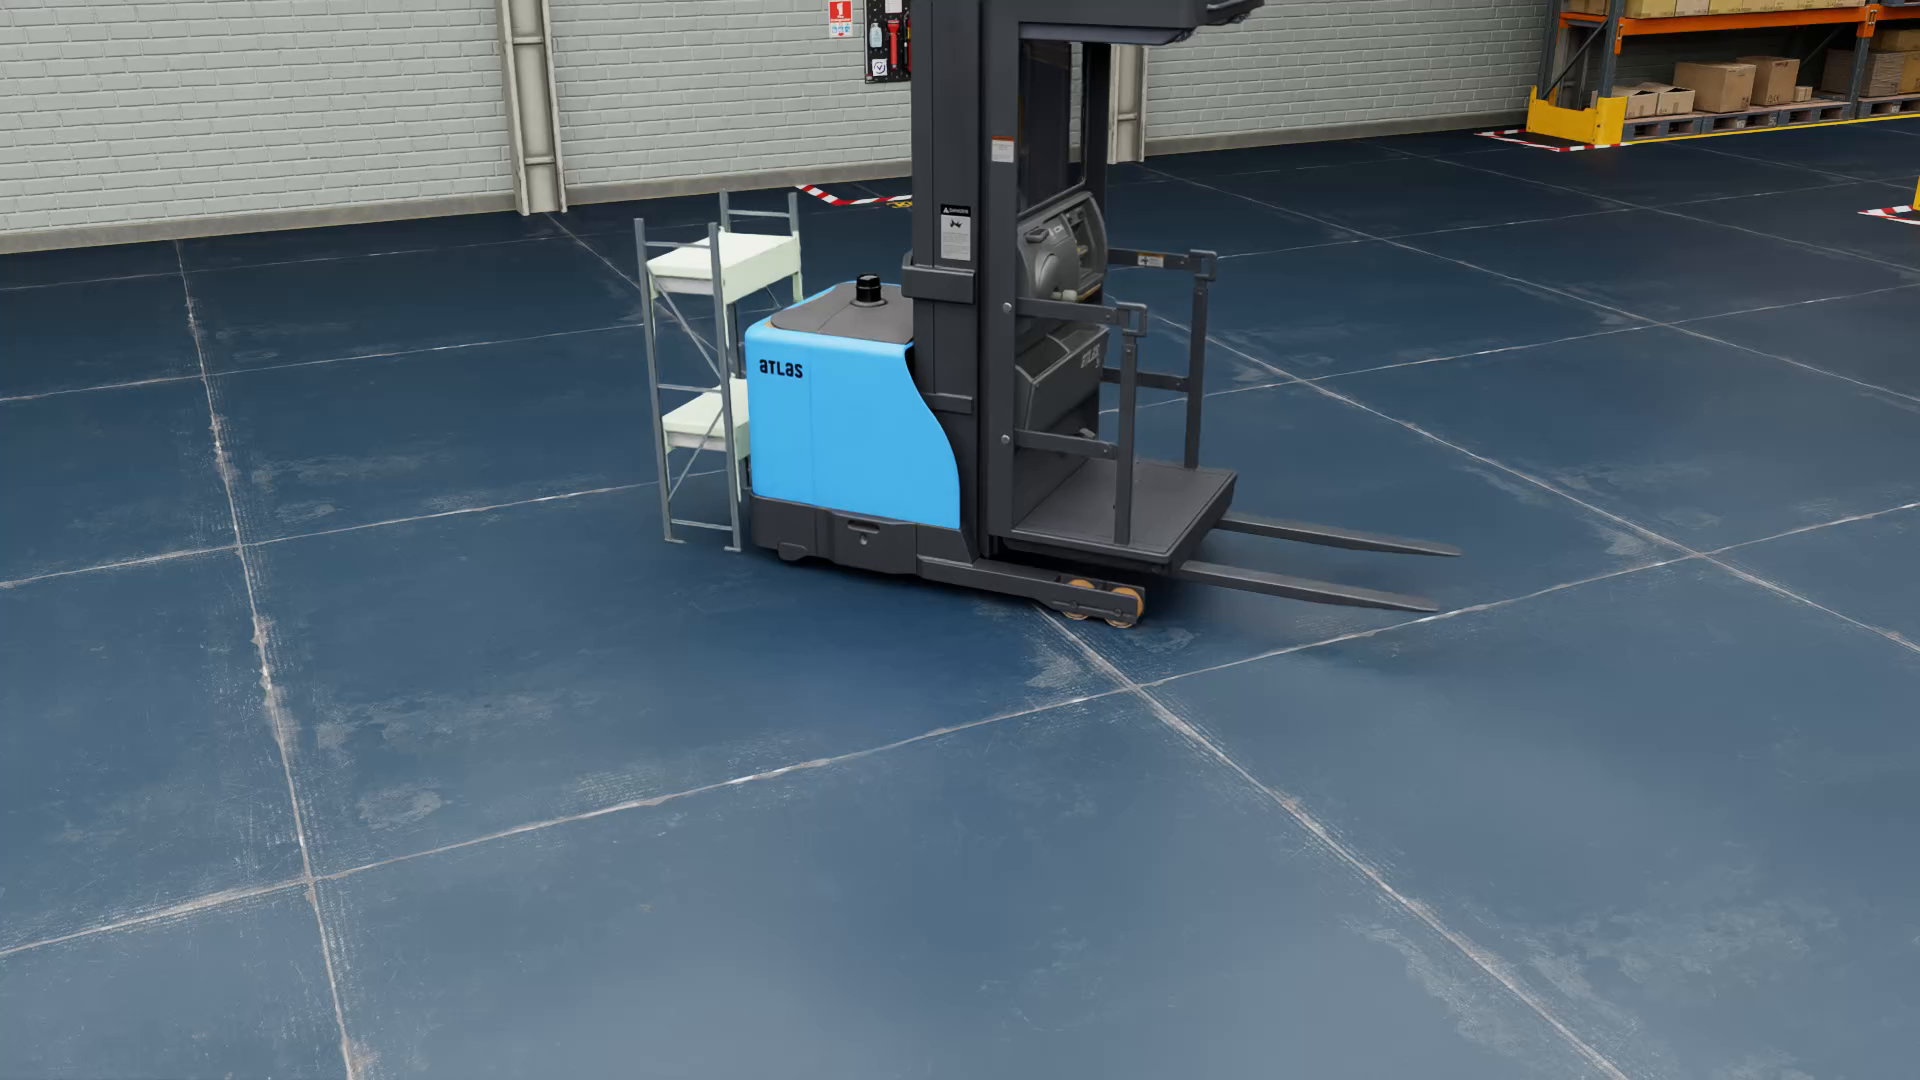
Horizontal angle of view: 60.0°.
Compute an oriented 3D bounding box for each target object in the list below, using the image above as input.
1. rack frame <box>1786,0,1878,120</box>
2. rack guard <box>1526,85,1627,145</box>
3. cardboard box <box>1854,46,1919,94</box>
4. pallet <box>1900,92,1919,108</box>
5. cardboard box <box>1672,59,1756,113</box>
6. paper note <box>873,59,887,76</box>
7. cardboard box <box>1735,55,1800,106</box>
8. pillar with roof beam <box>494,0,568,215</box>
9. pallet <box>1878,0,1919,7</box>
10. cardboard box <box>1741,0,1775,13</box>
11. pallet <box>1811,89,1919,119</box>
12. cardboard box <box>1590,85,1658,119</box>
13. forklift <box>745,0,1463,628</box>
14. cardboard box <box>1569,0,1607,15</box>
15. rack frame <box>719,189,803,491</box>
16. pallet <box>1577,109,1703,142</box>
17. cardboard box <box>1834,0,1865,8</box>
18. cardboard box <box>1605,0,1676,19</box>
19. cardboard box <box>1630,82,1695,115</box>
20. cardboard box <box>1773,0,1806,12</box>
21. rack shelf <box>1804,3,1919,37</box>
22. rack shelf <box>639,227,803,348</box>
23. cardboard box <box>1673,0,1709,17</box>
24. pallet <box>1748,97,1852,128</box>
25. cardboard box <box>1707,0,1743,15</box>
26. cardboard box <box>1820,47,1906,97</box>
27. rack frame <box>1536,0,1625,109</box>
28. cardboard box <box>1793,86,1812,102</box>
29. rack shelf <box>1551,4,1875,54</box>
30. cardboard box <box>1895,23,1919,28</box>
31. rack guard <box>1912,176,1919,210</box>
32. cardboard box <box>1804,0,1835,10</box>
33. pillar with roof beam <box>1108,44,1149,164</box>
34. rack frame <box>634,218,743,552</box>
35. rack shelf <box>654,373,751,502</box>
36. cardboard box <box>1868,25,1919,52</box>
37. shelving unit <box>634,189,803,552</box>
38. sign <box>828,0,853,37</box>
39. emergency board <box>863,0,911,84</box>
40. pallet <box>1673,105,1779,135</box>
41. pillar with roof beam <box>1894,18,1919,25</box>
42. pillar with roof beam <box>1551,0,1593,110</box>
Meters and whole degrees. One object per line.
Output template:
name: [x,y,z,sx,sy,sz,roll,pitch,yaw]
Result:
rack frame: [10.421,-6.572,19.704,0.127,3.000,1.000,-10,25,-24]
rack guard: [6.886,-4.766,18.610,0.348,0.500,1.175,-10,25,-24]
cardboard box: [11.521,-5.851,20.656,0.500,0.500,0.700,-11,25,-25]
pallet: [12.223,-5.617,21.043,1.213,0.211,1.003,-10,25,-24]
cardboard box: [8.676,-5.239,19.179,0.500,0.500,0.700,-12,25,-27]
paper note: [-0.766,-4.518,15.894,0.142,0.148,0.016,-10,25,-24]
cardboard box: [9.504,-5.434,19.649,0.500,0.500,0.500,-12,26,-28]
pillar with roof beam: [-1.873,-5.620,9.562,0.400,9.000,9.100,-10,25,-24]
pallet: [11.173,-6.560,19.926,1.213,0.211,1.003,-10,25,-24]
cardboard box: [8.774,-6.076,18.677,0.500,0.250,0.500,-10,25,-23]
pallet: [11.122,-5.413,20.551,1.213,0.211,1.003,-10,25,-24]
cardboard box: [7.480,-4.953,18.734,0.500,0.311,0.500,-14,26,-30]
forklift: [0.616,-1.221,6.867,3.031,2.935,1.130,10,24,22]
cardboard box: [7.154,-5.993,18.475,0.500,0.250,0.500,-10,25,-23]
rack frame: [-0.924,-0.928,8.016,0.400,1.500,0.023,7,24,21]
pallet: [7.633,-4.755,18.961,1.213,0.211,1.003,-10,25,-24]
cardboard box: [10.126,-6.329,19.287,0.500,0.250,0.500,-10,25,-23]
cardboard box: [7.395,-5.820,18.058,0.500,0.250,0.500,-11,25,-25]
cardboard box: [7.993,-5.048,18.962,0.500,0.311,0.500,-8,24,-19]
cardboard box: [9.227,-6.160,18.880,0.500,0.250,0.500,-11,25,-24]
rack shelf: [12.223,-6.571,20.643,4.000,0.370,1.077,-10,25,-24]
rack shelf: [-1.071,-1.160,7.557,0.431,0.370,0.720,7,24,21]
cardboard box: [7.856,-5.911,18.278,0.500,0.250,0.500,-11,25,-25]
pallet: [9.832,-5.160,19.939,1.213,0.211,1.003,-10,25,-24]
cardboard box: [8.318,-5.993,18.477,0.500,0.250,0.500,-11,25,-24]
cardboard box: [11.077,-5.748,20.407,0.500,0.500,0.700,-10,24,-22]
rack frame: [6.817,-5.908,18.102,0.127,3.000,1.000,-10,25,-24]
cardboard box: [9.952,-5.367,19.923,0.250,0.166,0.380,-14,26,-30]
rack shelf: [8.619,-5.908,19.041,4.000,0.370,1.077,-10,25,-24]
cardboard box: [11.940,-6.256,20.655,0.500,0.250,0.500,-11,25,-25]
rack guard: [8.947,-3.043,14.447,0.348,0.500,1.175,-10,25,-24]
cardboard box: [9.674,-6.249,19.094,0.500,0.250,0.500,-10,25,-23]
pillar with roof beam: [3.533,-6.616,11.966,0.400,9.000,9.100,-10,25,-24]
rack frame: [-1.200,-0.669,7.389,0.400,1.500,0.023,7,24,21]
rack shelf: [-1.054,-0.496,7.824,0.431,0.370,0.720,7,24,21]
cardboard box: [11.473,-6.169,20.443,0.500,0.250,0.500,-11,25,-25]
shelving unit: [-1.062,-0.798,7.703,0.431,1.500,0.755,7,24,21]
sign: [-1.120,-4.891,15.597,0.234,0.329,0.001,-10,25,-24]
emergency board: [-0.577,-4.931,15.739,0.643,1.169,0.194,-10,25,-24]
pallet: [8.731,-4.956,19.447,1.213,0.211,1.003,-10,25,-24]
pillar with roof beam: [14.346,-8.606,16.775,0.400,9.000,9.100,-10,25,-24]
pillar with roof beam: [8.940,-7.611,14.371,0.400,9.000,9.100,-10,25,-24]
